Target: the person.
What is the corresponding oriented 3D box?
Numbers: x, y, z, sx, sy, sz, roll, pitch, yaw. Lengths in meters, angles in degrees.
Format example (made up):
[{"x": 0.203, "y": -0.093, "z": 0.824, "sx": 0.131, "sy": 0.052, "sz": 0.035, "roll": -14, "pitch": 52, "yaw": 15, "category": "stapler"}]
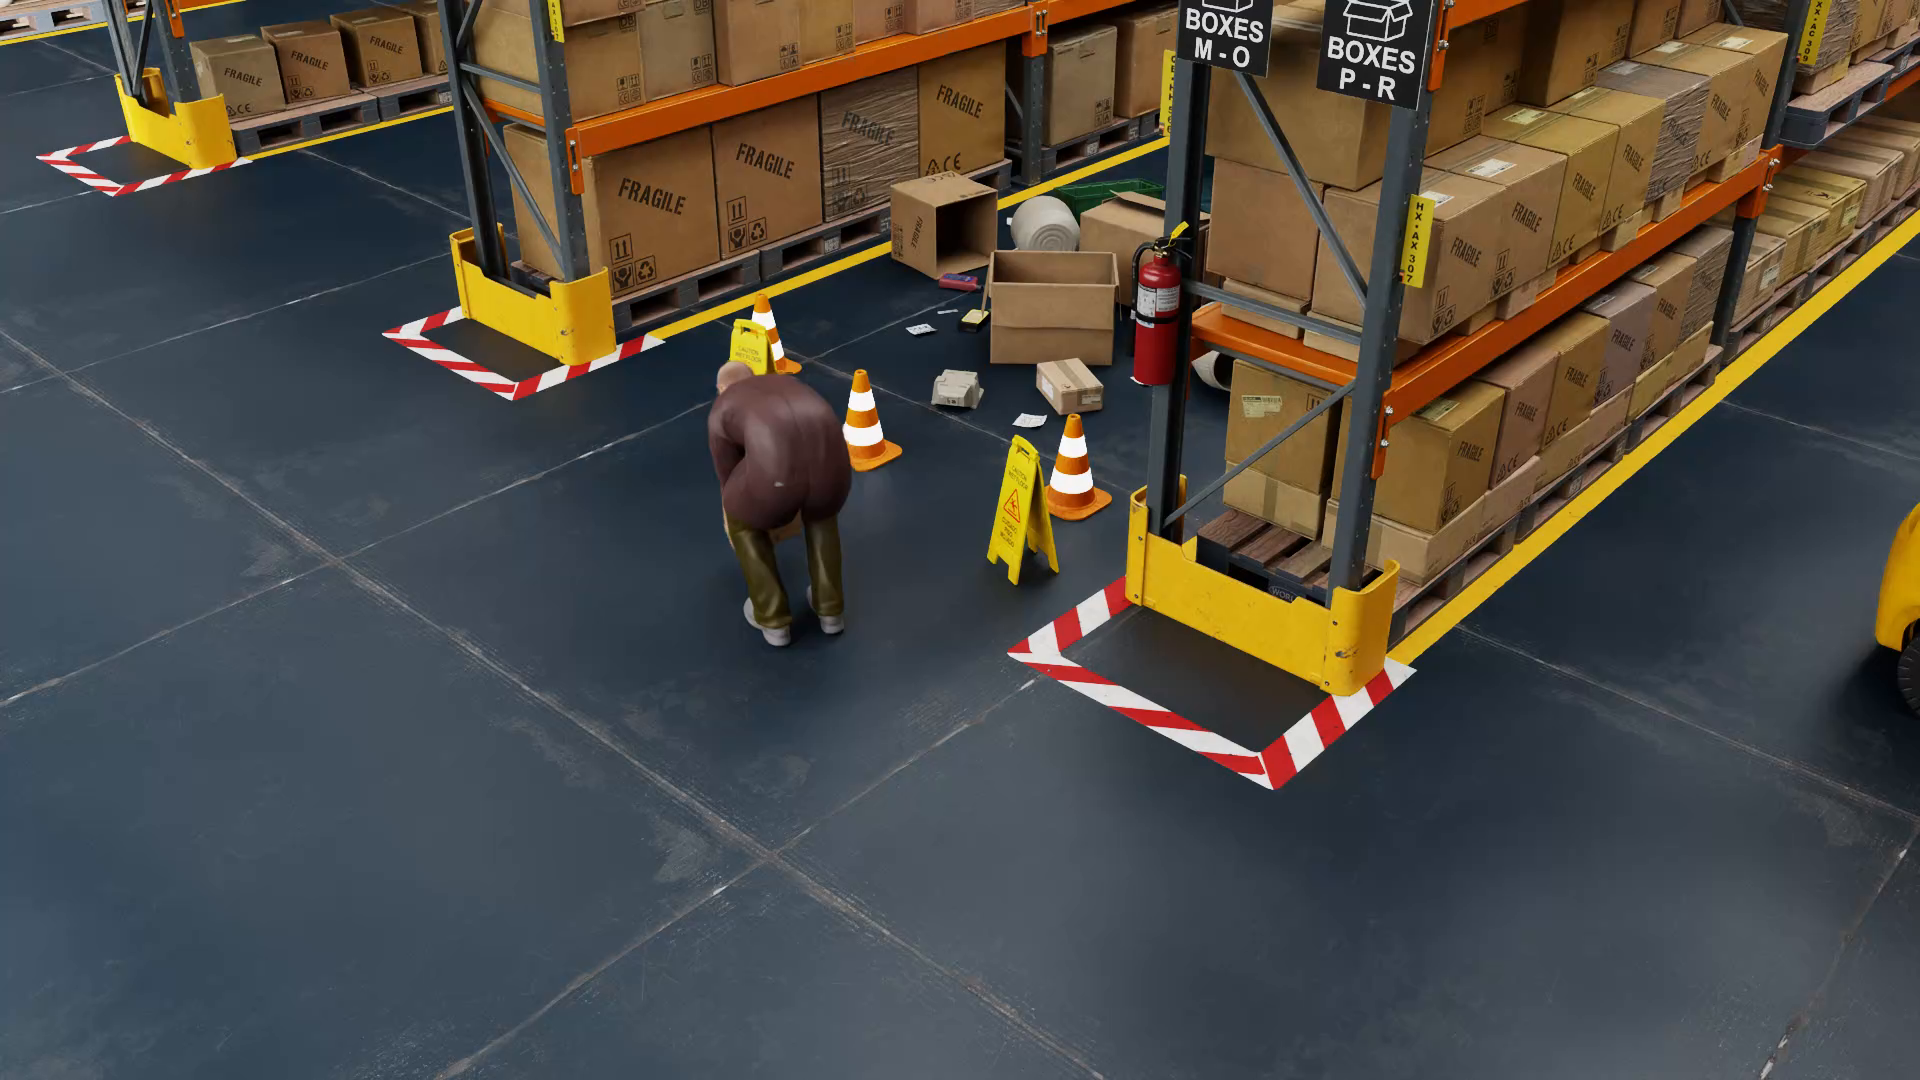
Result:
[{"x": -0.740, "y": -0.429, "z": 6.856, "sx": 0.559, "sy": 1.781, "sz": 0.517, "roll": -12, "pitch": 33, "yaw": -19, "category": "person"}]
